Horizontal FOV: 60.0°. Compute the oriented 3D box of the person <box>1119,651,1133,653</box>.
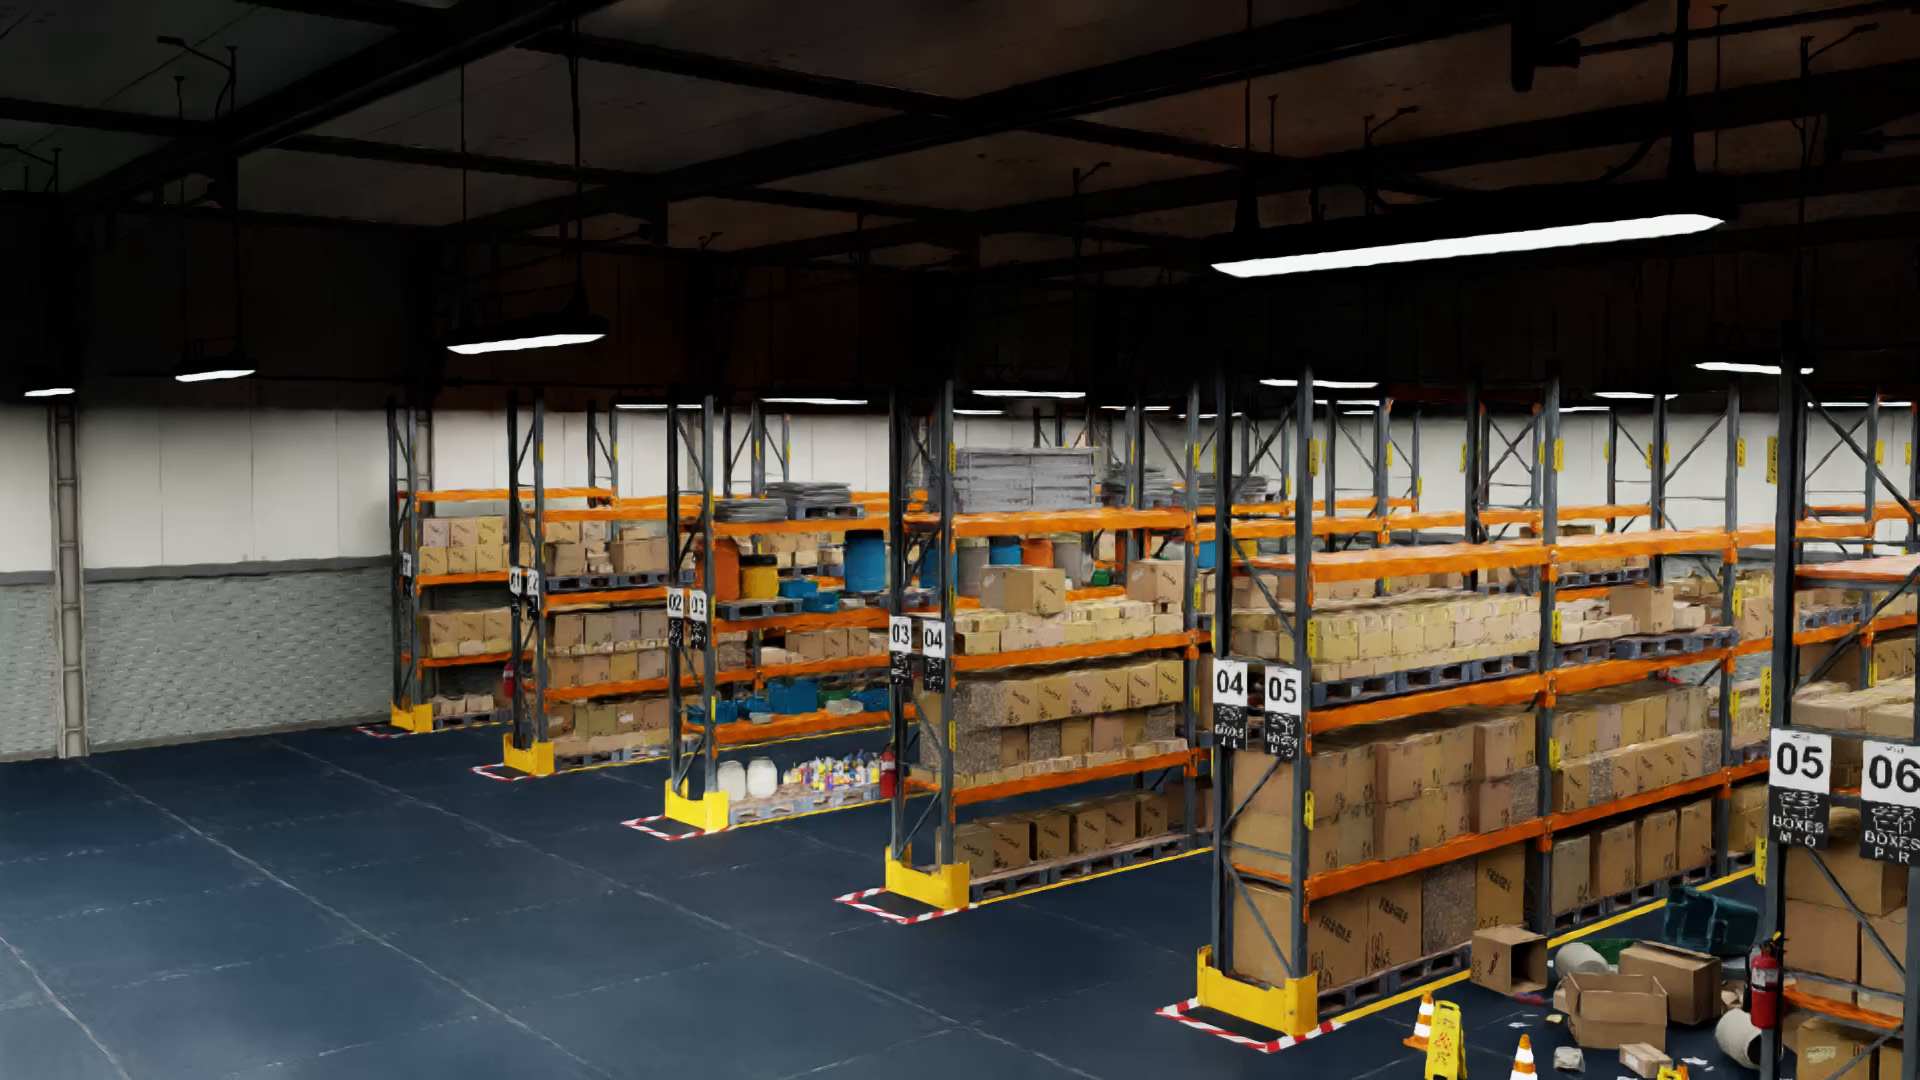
[{"bbox_3d":[2.984,2.509,30.127,0.673,1.763,0.580,-1,3,-10],"label":"person"}]

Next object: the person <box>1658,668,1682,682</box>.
[{"bbox_3d":[11.279,2.780,26.584,0.535,1.676,0.682,-3,4,-42],"label":"person"}]
